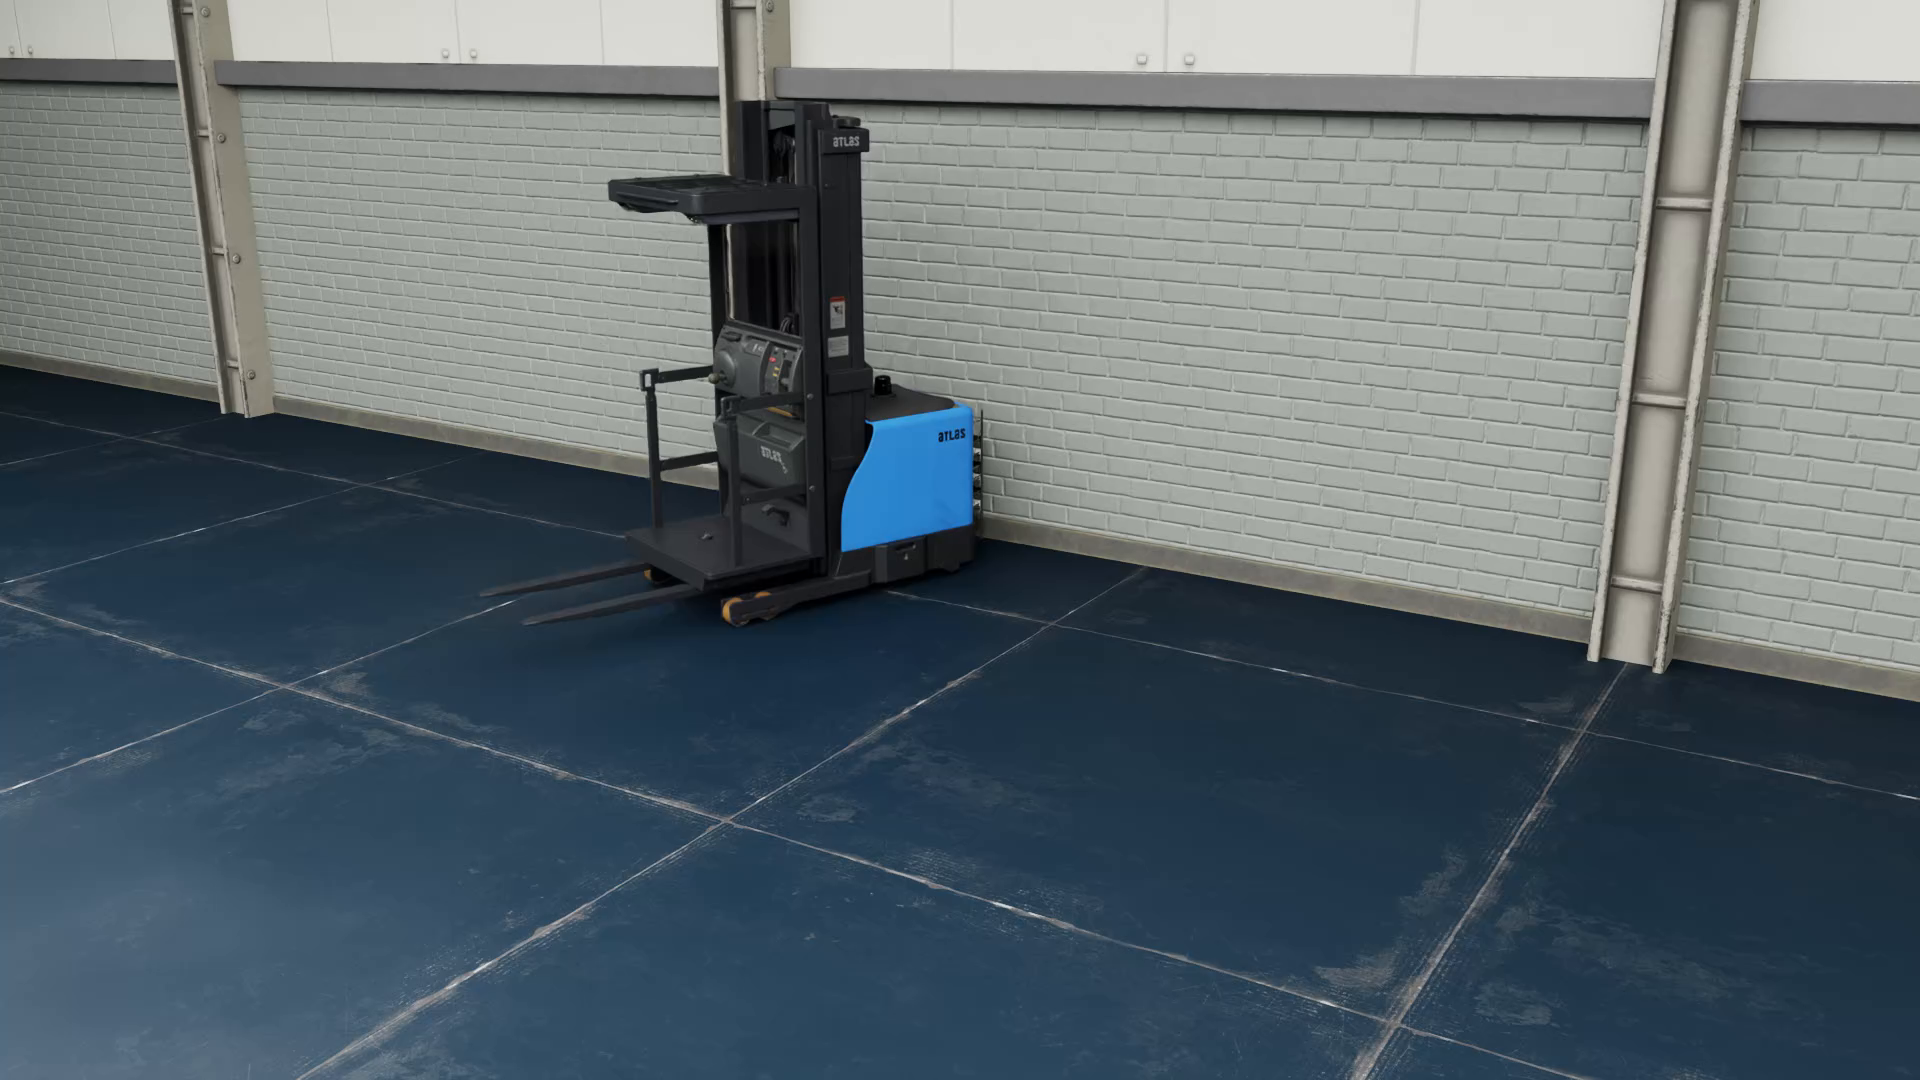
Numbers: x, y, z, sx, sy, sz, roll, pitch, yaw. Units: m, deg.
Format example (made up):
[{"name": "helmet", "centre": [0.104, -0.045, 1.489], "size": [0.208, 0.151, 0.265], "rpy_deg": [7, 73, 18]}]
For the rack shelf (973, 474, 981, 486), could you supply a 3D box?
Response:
[{"name": "rack shelf", "centre": [0.004, -0.395, 11.248], "size": [0.200, 0.077, 0.258], "rpy_deg": [10, 20, 30]}]

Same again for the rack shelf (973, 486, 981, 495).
[{"name": "rack shelf", "centre": [0.004, -0.309, 11.274], "size": [0.200, 0.077, 0.258], "rpy_deg": [10, 20, 30]}]

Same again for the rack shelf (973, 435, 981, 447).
[{"name": "rack shelf", "centre": [0.004, -0.653, 11.170], "size": [0.200, 0.077, 0.258], "rpy_deg": [10, 20, 30]}]

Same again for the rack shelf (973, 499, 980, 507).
[{"name": "rack shelf", "centre": [0.004, -0.223, 11.300], "size": [0.200, 0.077, 0.258], "rpy_deg": [10, 20, 30]}]

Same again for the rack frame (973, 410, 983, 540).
[{"name": "rack frame", "centre": [0.091, -0.412, 11.188], "size": [0.006, 0.900, 0.240], "rpy_deg": [10, 20, 30]}]

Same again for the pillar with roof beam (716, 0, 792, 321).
[{"name": "pillar with roof beam", "centre": [-3.650, -3.496, 7.408], "size": [0.400, 9.000, 9.100], "rpy_deg": [10, 20, 30]}]

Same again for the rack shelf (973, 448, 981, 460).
[{"name": "rack shelf", "centre": [0.004, -0.567, 11.196], "size": [0.200, 0.077, 0.258], "rpy_deg": [10, 20, 30]}]

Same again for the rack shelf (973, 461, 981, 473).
[{"name": "rack shelf", "centre": [0.004, -0.481, 11.222], "size": [0.200, 0.077, 0.258], "rpy_deg": [10, 20, 30]}]

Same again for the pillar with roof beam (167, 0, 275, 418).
[{"name": "pillar with roof beam", "centre": [-8.763, -4.409, 10.412], "size": [0.400, 9.000, 9.100], "rpy_deg": [10, 20, 30]}]

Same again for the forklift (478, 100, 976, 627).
[{"name": "forklift", "centre": [-1.380, -1.070, 9.861], "size": [3.031, 2.935, 1.130], "rpy_deg": [-12, 21, -35]}]

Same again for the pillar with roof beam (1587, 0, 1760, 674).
[{"name": "pillar with roof beam", "centre": [1.463, -2.583, 4.403], "size": [0.400, 9.000, 9.100], "rpy_deg": [10, 20, 30]}]

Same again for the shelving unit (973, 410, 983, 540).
[{"name": "shelving unit", "centre": [0.004, -0.427, 11.238], "size": [0.210, 0.900, 0.258], "rpy_deg": [10, 20, 30]}]
